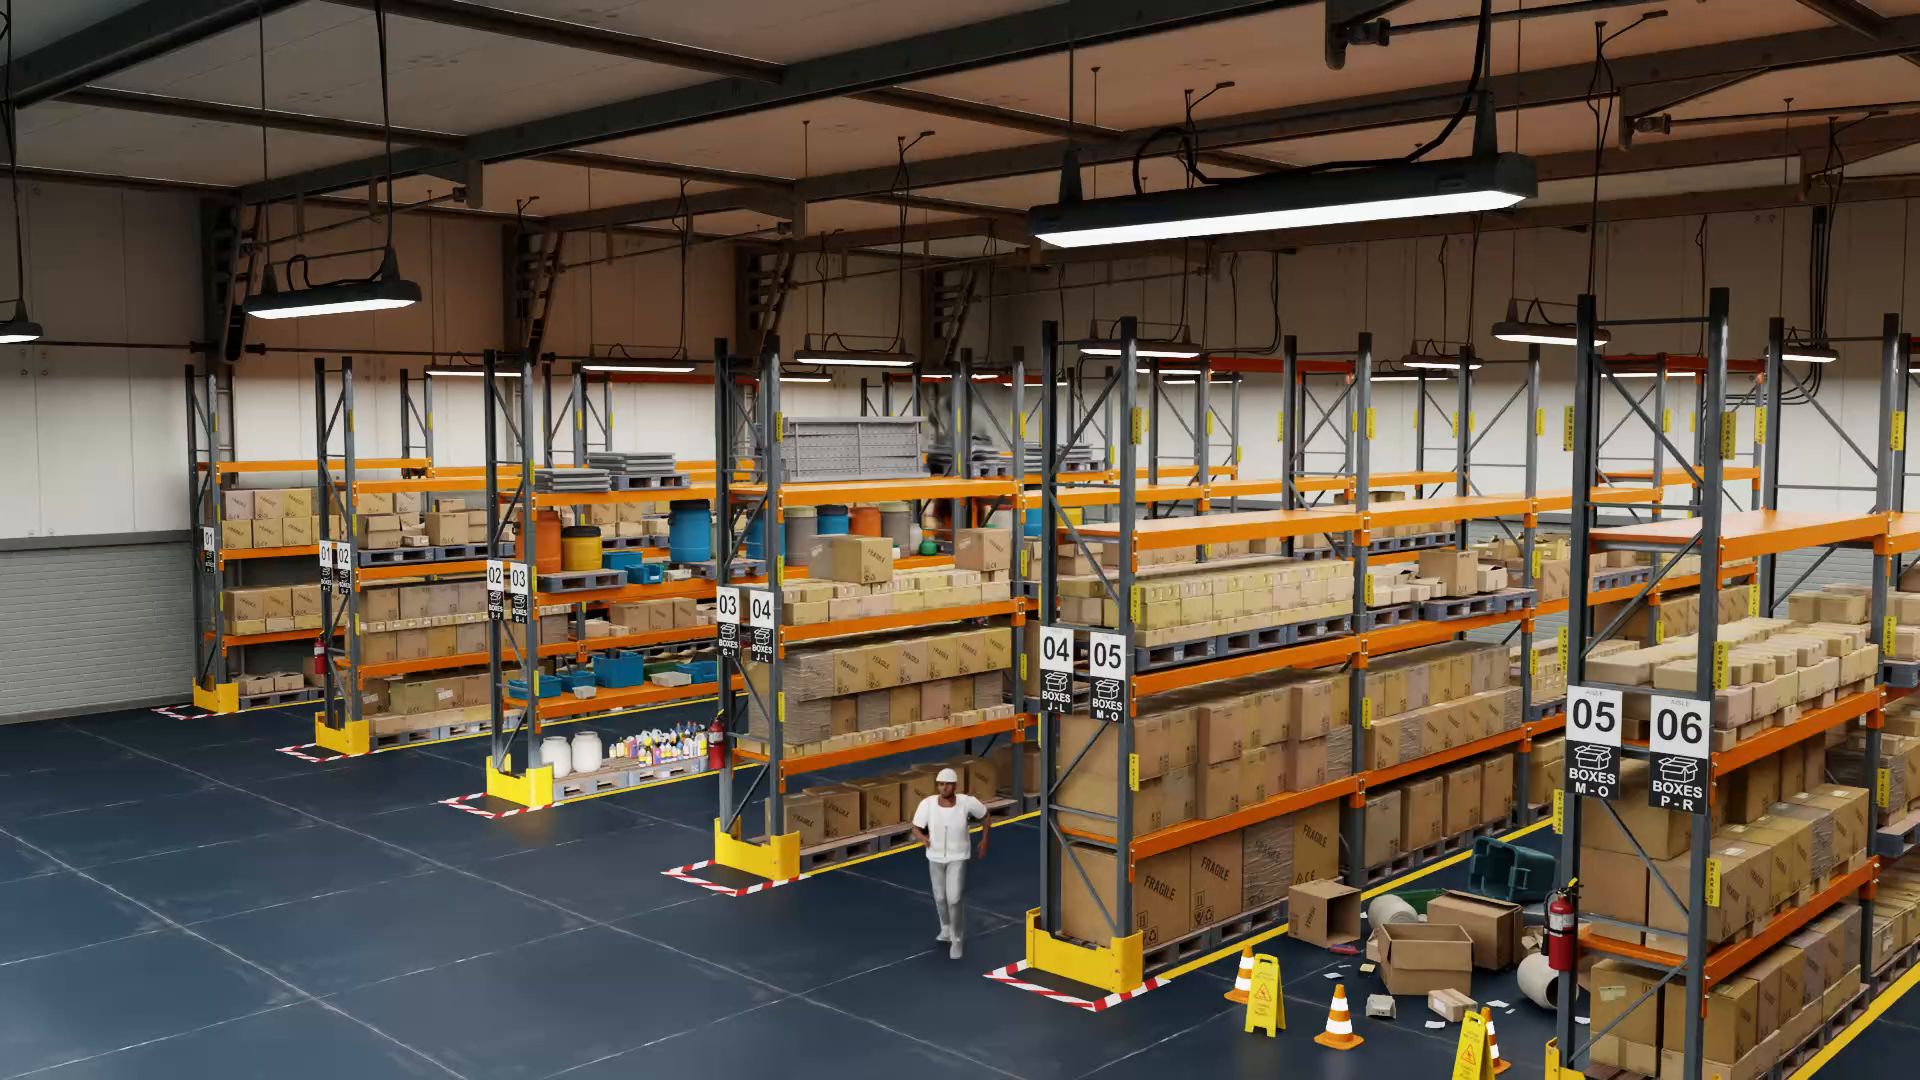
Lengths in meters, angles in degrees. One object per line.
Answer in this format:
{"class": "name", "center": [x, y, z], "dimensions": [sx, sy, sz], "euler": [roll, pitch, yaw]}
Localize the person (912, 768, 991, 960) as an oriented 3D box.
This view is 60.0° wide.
{"class": "person", "center": [-0.102, 3.087, 15.886], "dimensions": [0.726, 1.841, 0.744], "euler": [1, 4, 11]}
